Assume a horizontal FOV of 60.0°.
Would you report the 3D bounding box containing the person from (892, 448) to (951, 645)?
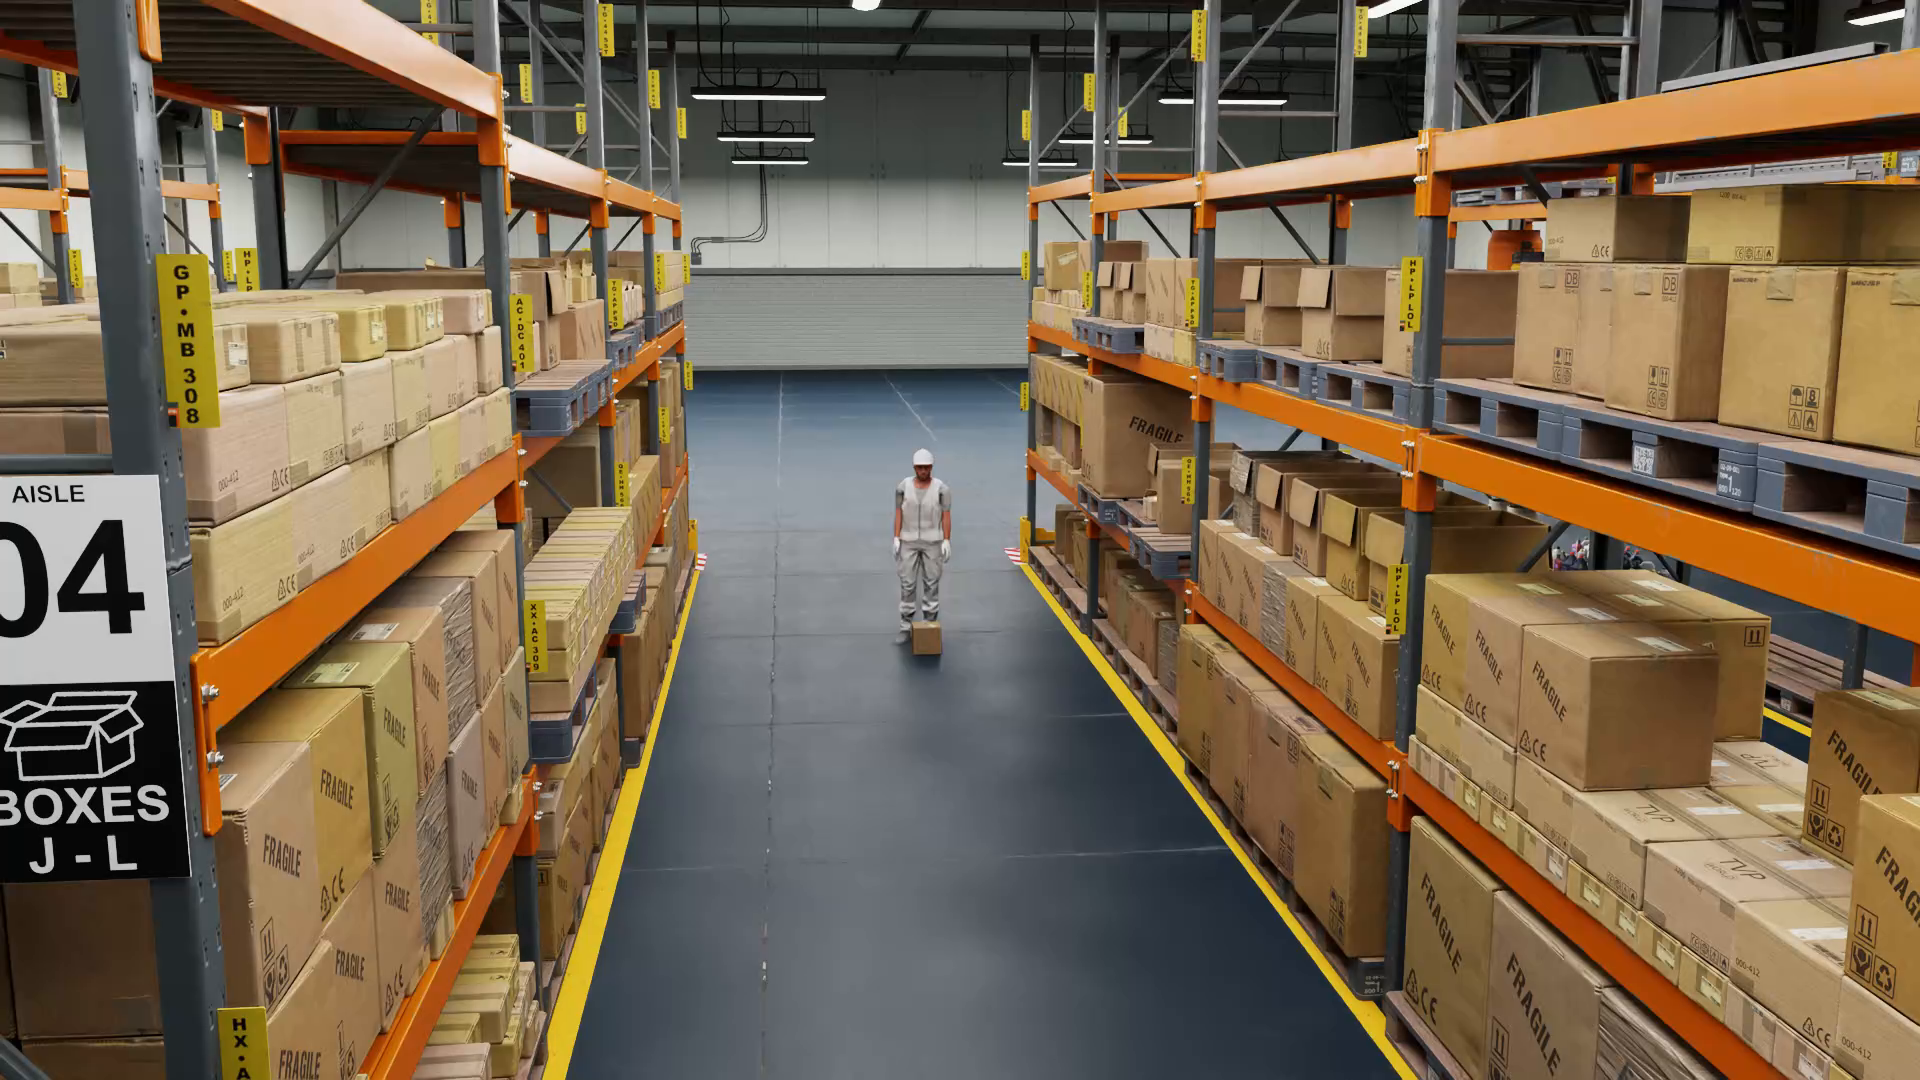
[{"bbox_3d":[-0.361,0.058,15.477,0.558,1.817,0.424,1,10,4],"label":"person"}]
